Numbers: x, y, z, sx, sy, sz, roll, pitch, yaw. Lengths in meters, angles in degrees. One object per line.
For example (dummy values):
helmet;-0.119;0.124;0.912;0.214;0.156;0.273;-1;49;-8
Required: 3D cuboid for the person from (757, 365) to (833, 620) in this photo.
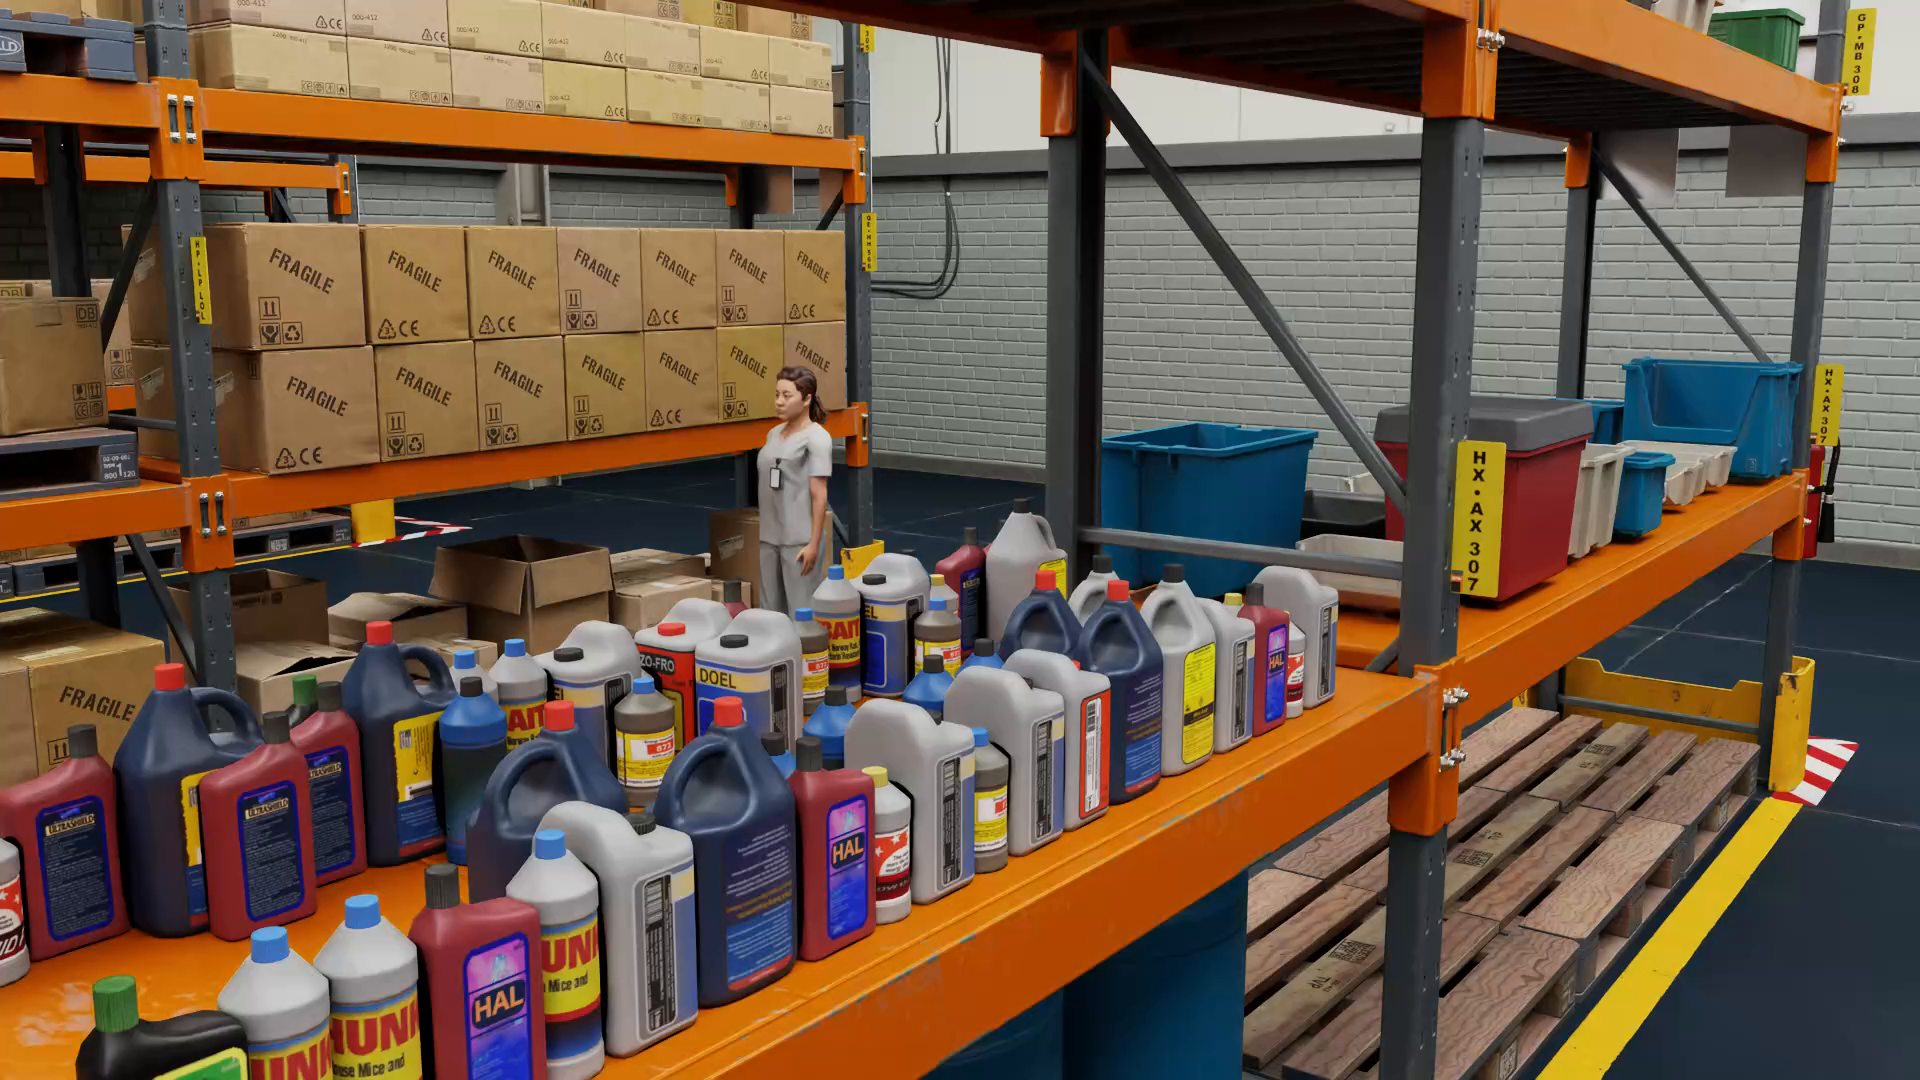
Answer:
person;-0.769;0.016;7.831;0.361;1.670;0.437;-10;14;-44
